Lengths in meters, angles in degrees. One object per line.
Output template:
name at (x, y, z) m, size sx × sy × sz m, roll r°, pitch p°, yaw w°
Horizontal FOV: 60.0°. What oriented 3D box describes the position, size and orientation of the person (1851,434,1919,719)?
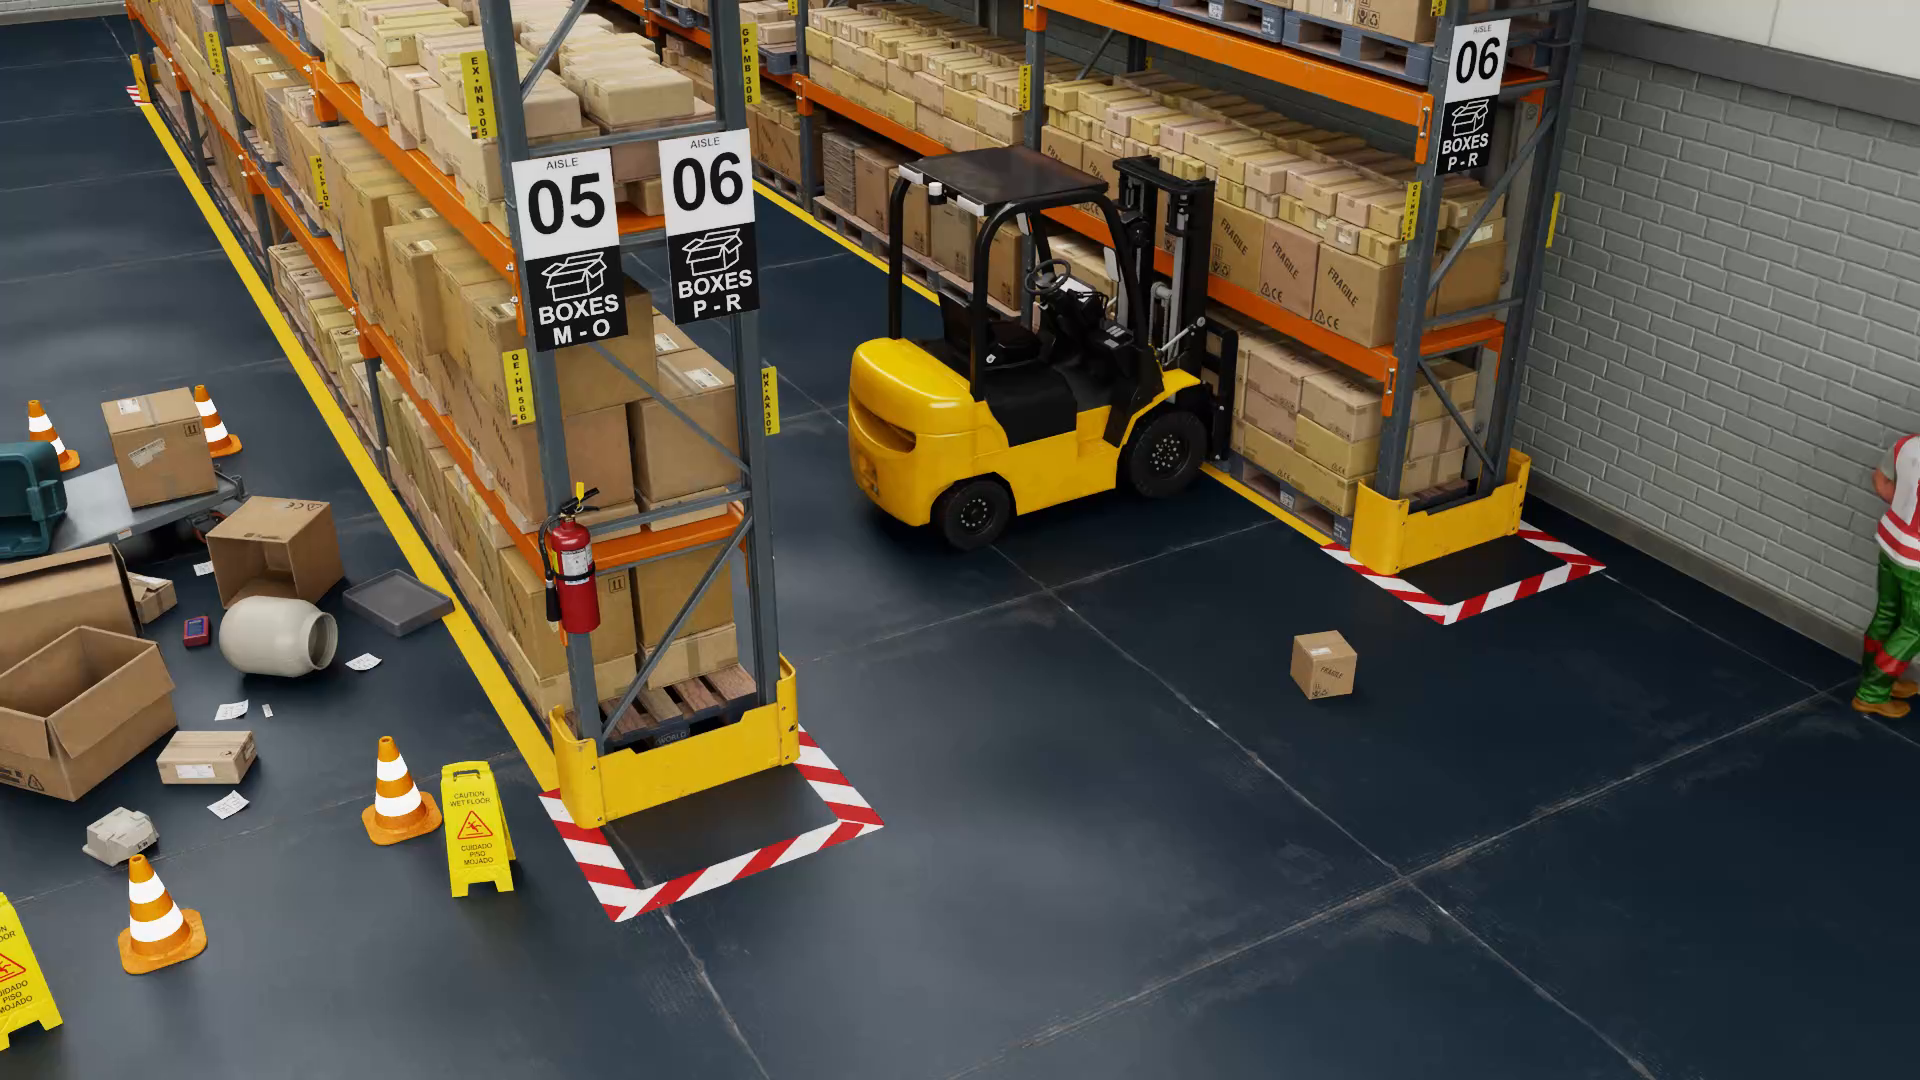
person at (4.908, 0.082, 8.391) m, size 0.509 × 1.786 × 0.655 m, roll 0°, pitch 29°, yaw -1°
